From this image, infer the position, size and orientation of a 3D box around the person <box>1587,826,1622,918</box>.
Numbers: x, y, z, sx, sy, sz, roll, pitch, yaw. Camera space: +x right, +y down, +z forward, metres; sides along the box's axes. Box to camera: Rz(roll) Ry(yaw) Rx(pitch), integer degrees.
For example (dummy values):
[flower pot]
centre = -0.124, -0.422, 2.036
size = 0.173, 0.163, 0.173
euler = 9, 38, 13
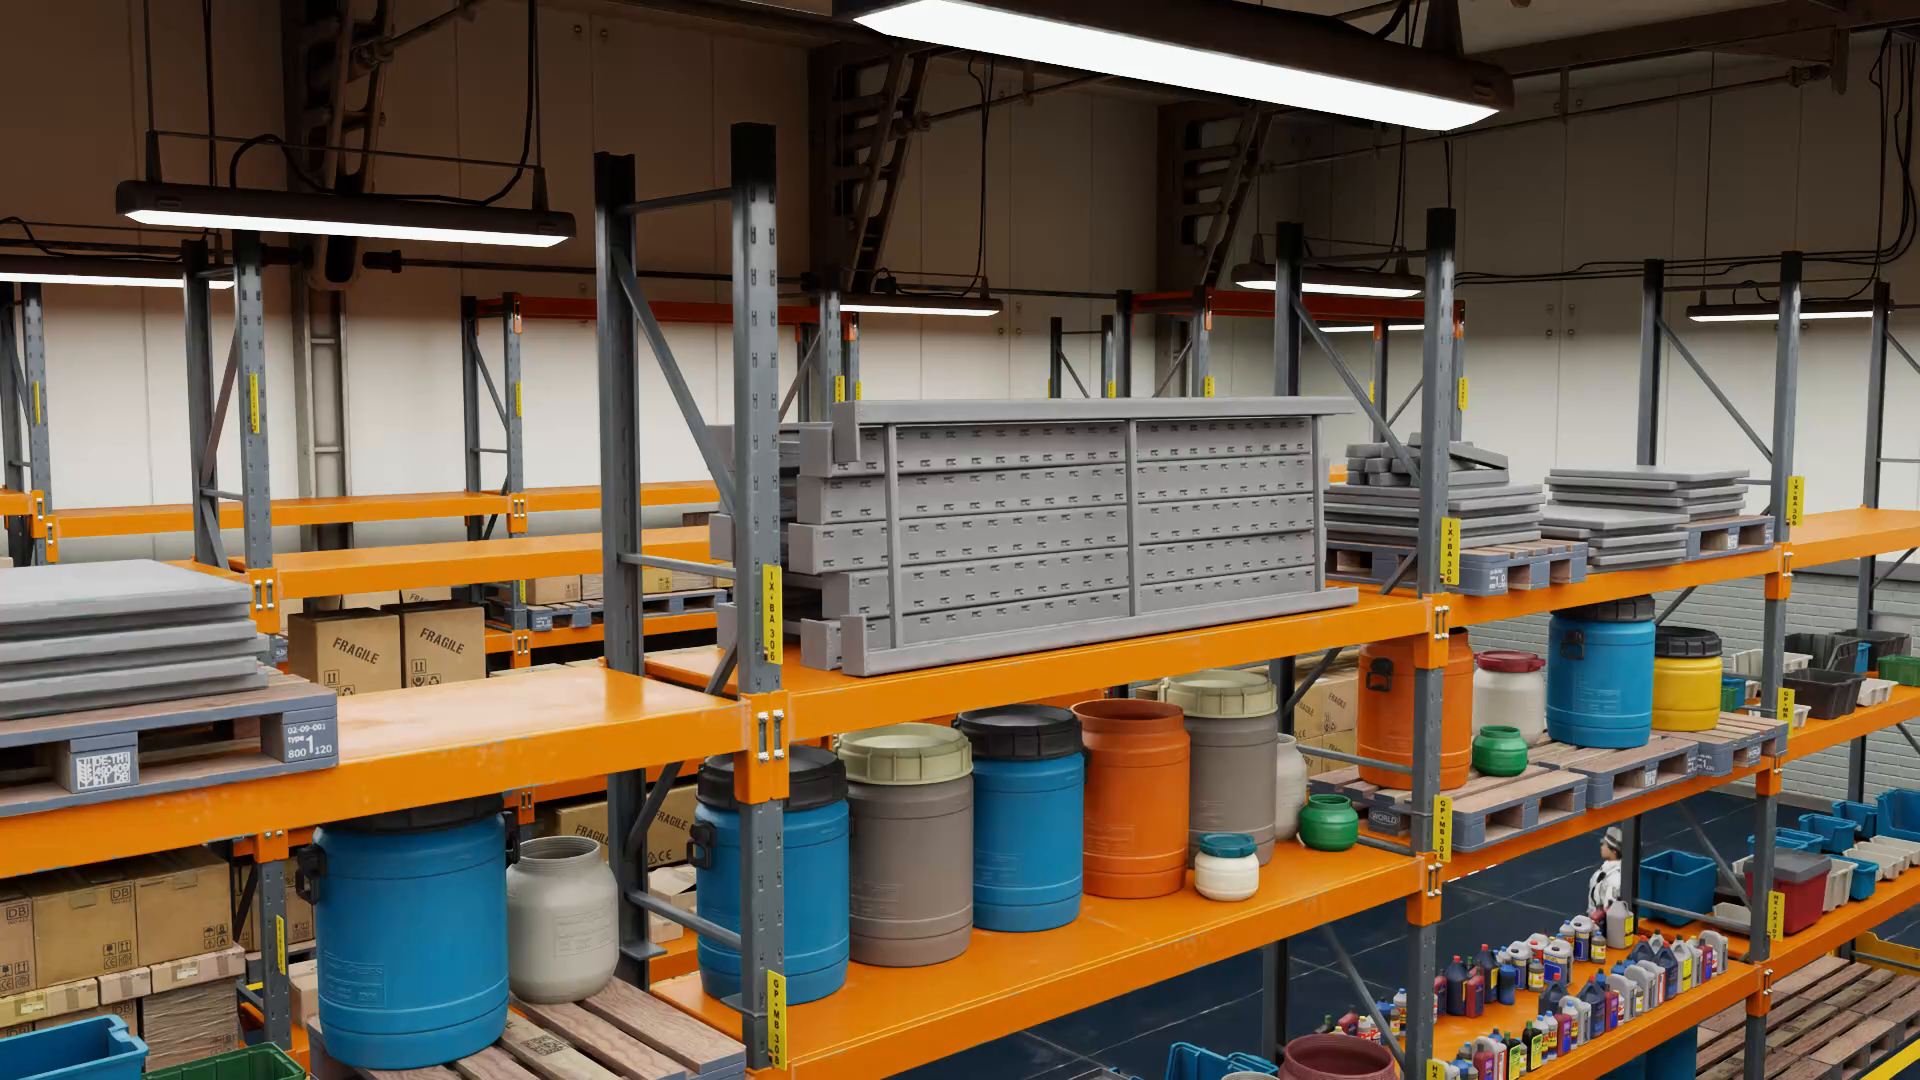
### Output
[person]
centre = 5.193, 3.091, 13.243
size = 0.971, 1.639, 0.424
euler = -2, 6, -17
